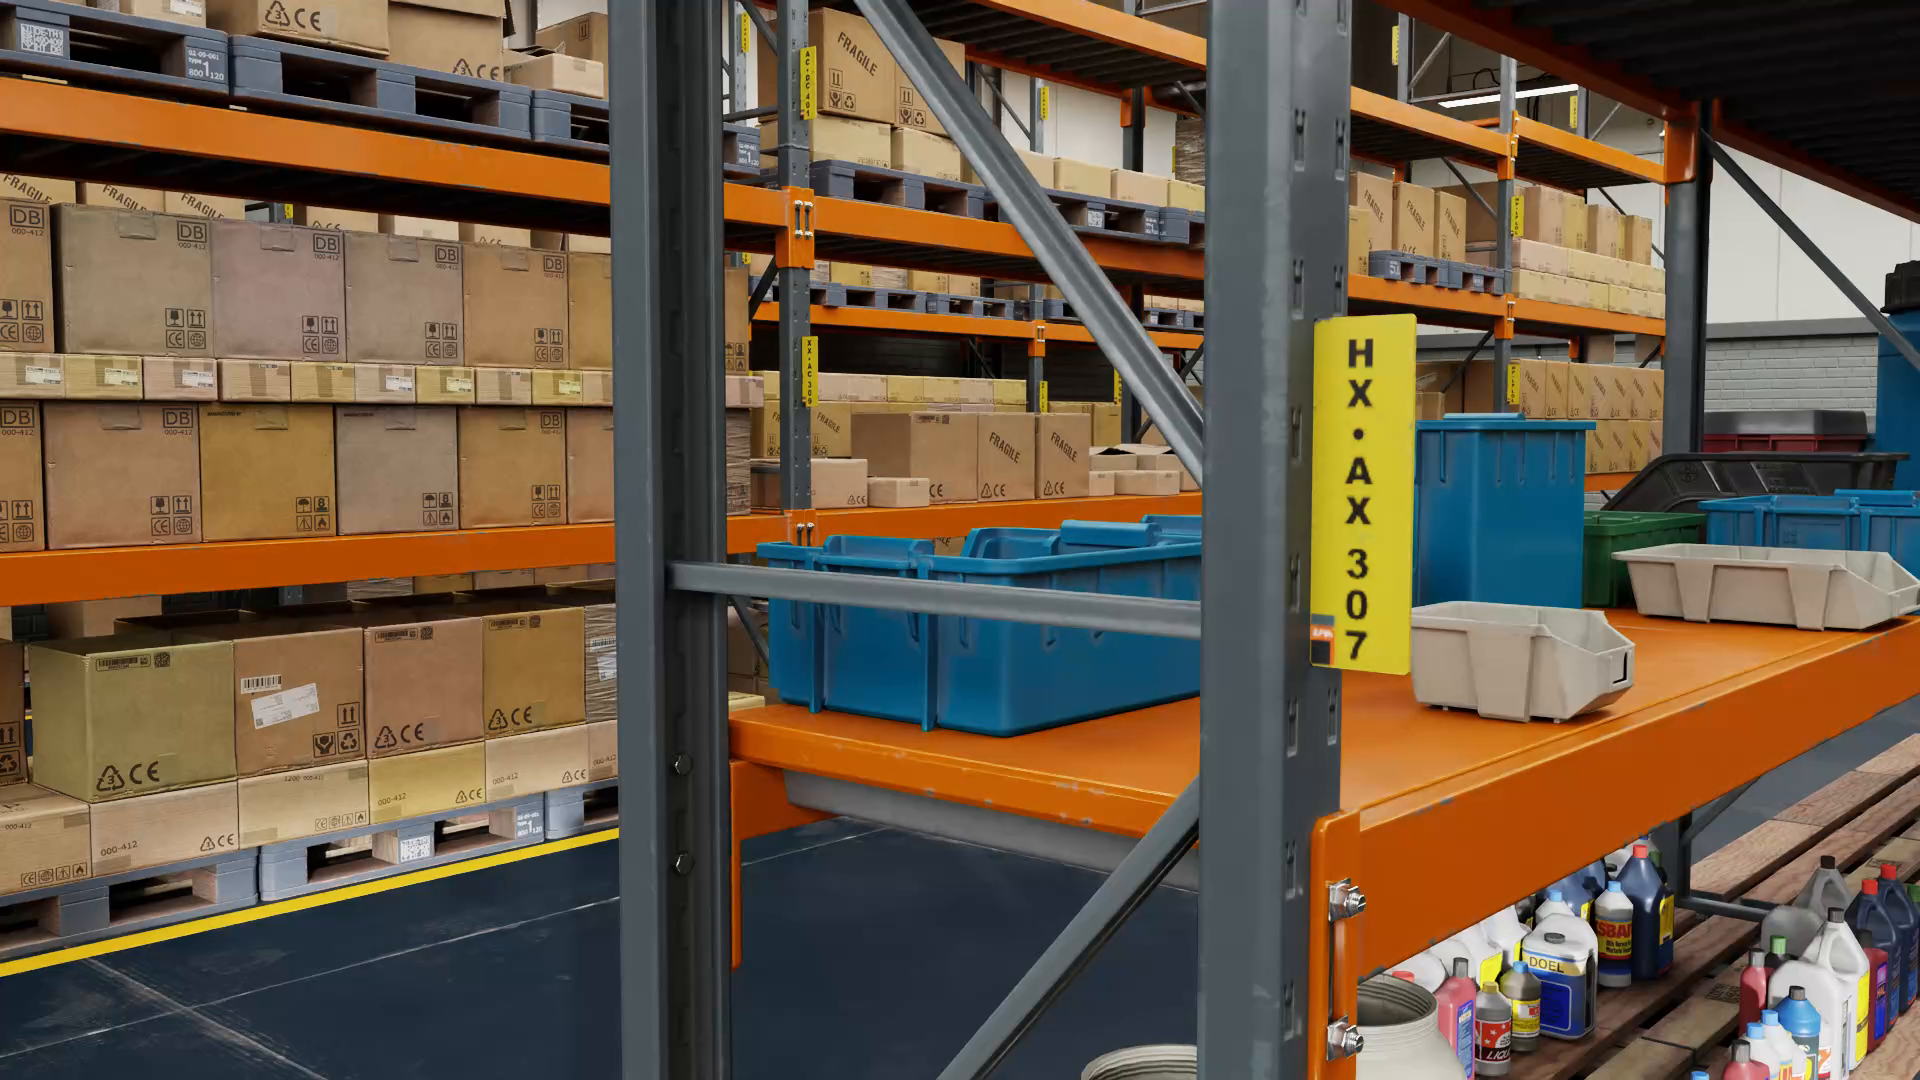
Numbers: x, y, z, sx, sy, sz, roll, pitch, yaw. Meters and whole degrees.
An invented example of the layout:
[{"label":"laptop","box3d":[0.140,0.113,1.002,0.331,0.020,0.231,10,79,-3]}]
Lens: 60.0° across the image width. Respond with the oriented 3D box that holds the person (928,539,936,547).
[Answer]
[{"label":"person","box3d":[-0.389,-0.033,14.227,0.485,1.594,0.370,3,5,38]}]
